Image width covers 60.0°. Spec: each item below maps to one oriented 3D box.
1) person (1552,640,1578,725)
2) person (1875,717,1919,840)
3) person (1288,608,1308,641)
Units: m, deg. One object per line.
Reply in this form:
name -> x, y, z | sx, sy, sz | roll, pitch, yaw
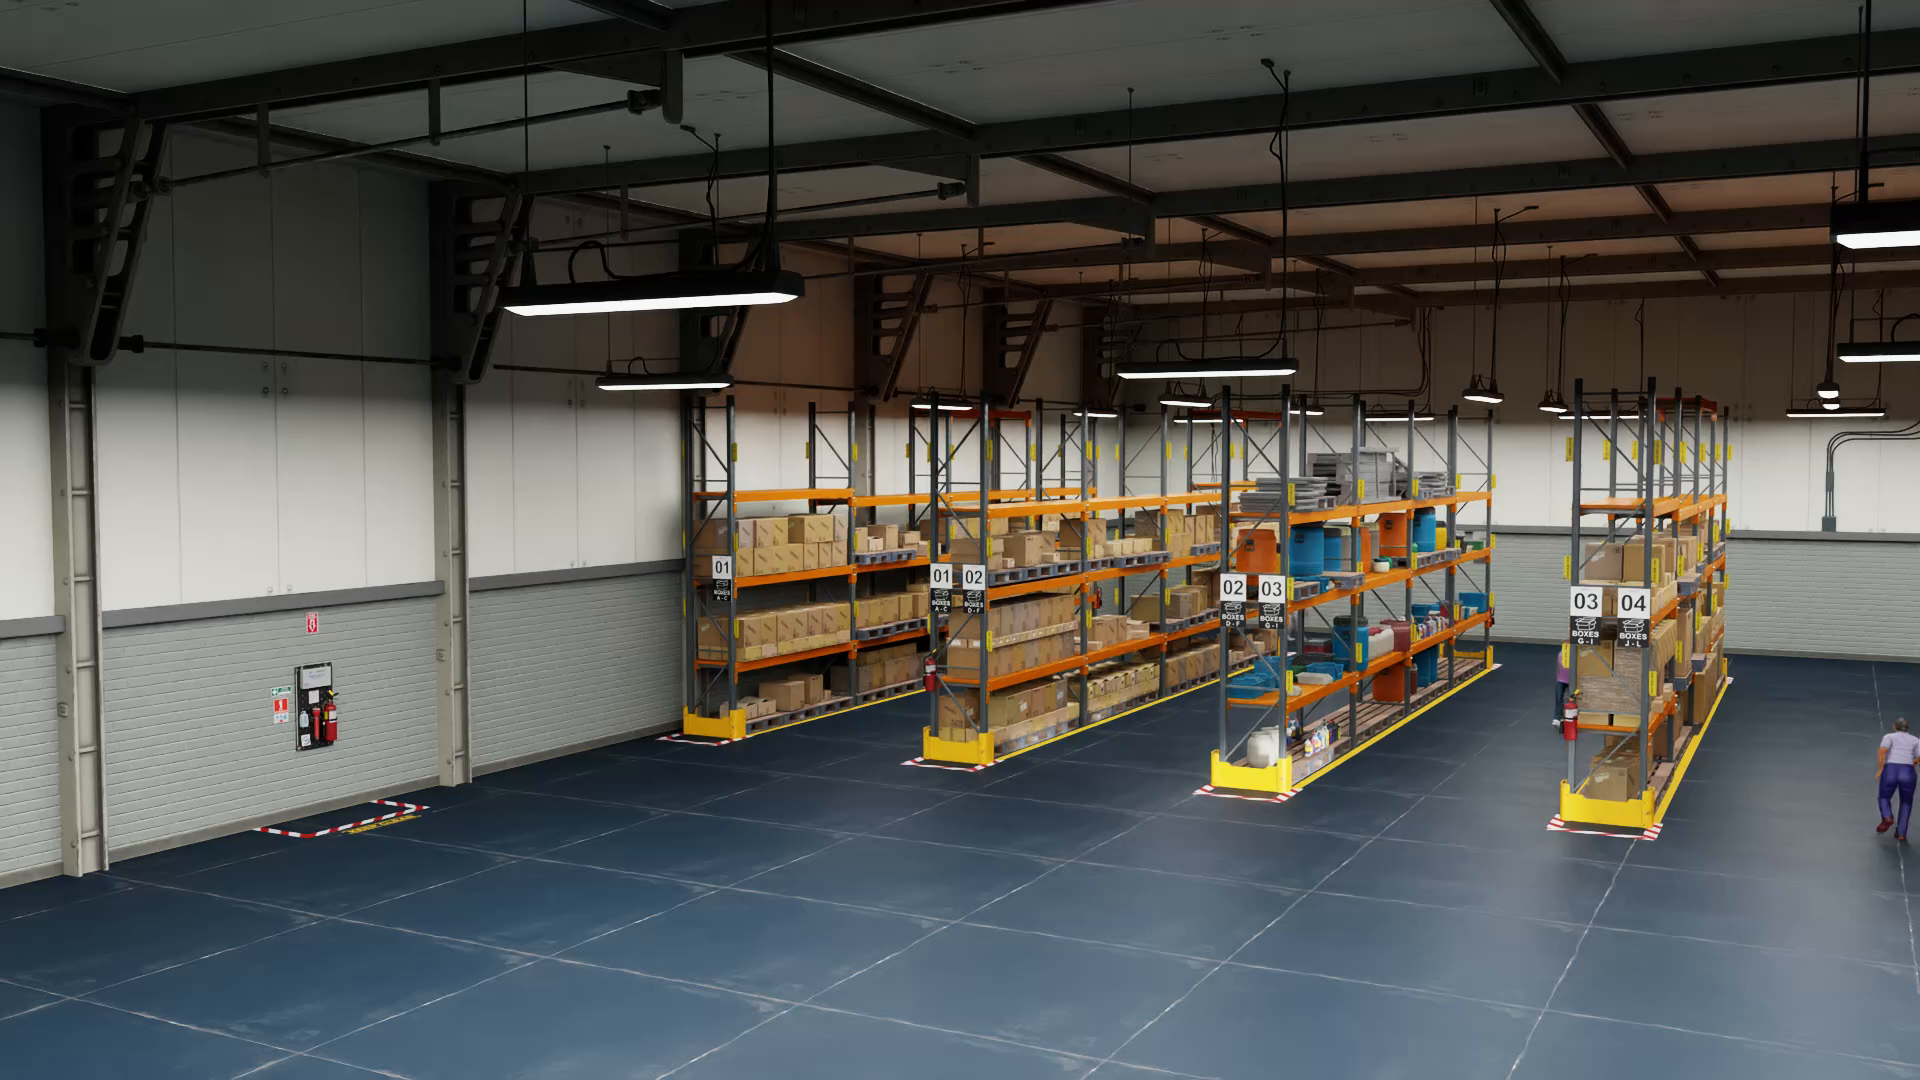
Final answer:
person -> 11.080, 2.603, 30.403 | 0.432, 1.552, 0.903 | 2, 4, 38
person -> 12.278, 3.108, 21.738 | 0.547, 1.514, 0.710 | 2, 3, 30
person -> 8.884, 1.838, 43.679 | 0.589, 1.733, 0.967 | -2, 4, -37
